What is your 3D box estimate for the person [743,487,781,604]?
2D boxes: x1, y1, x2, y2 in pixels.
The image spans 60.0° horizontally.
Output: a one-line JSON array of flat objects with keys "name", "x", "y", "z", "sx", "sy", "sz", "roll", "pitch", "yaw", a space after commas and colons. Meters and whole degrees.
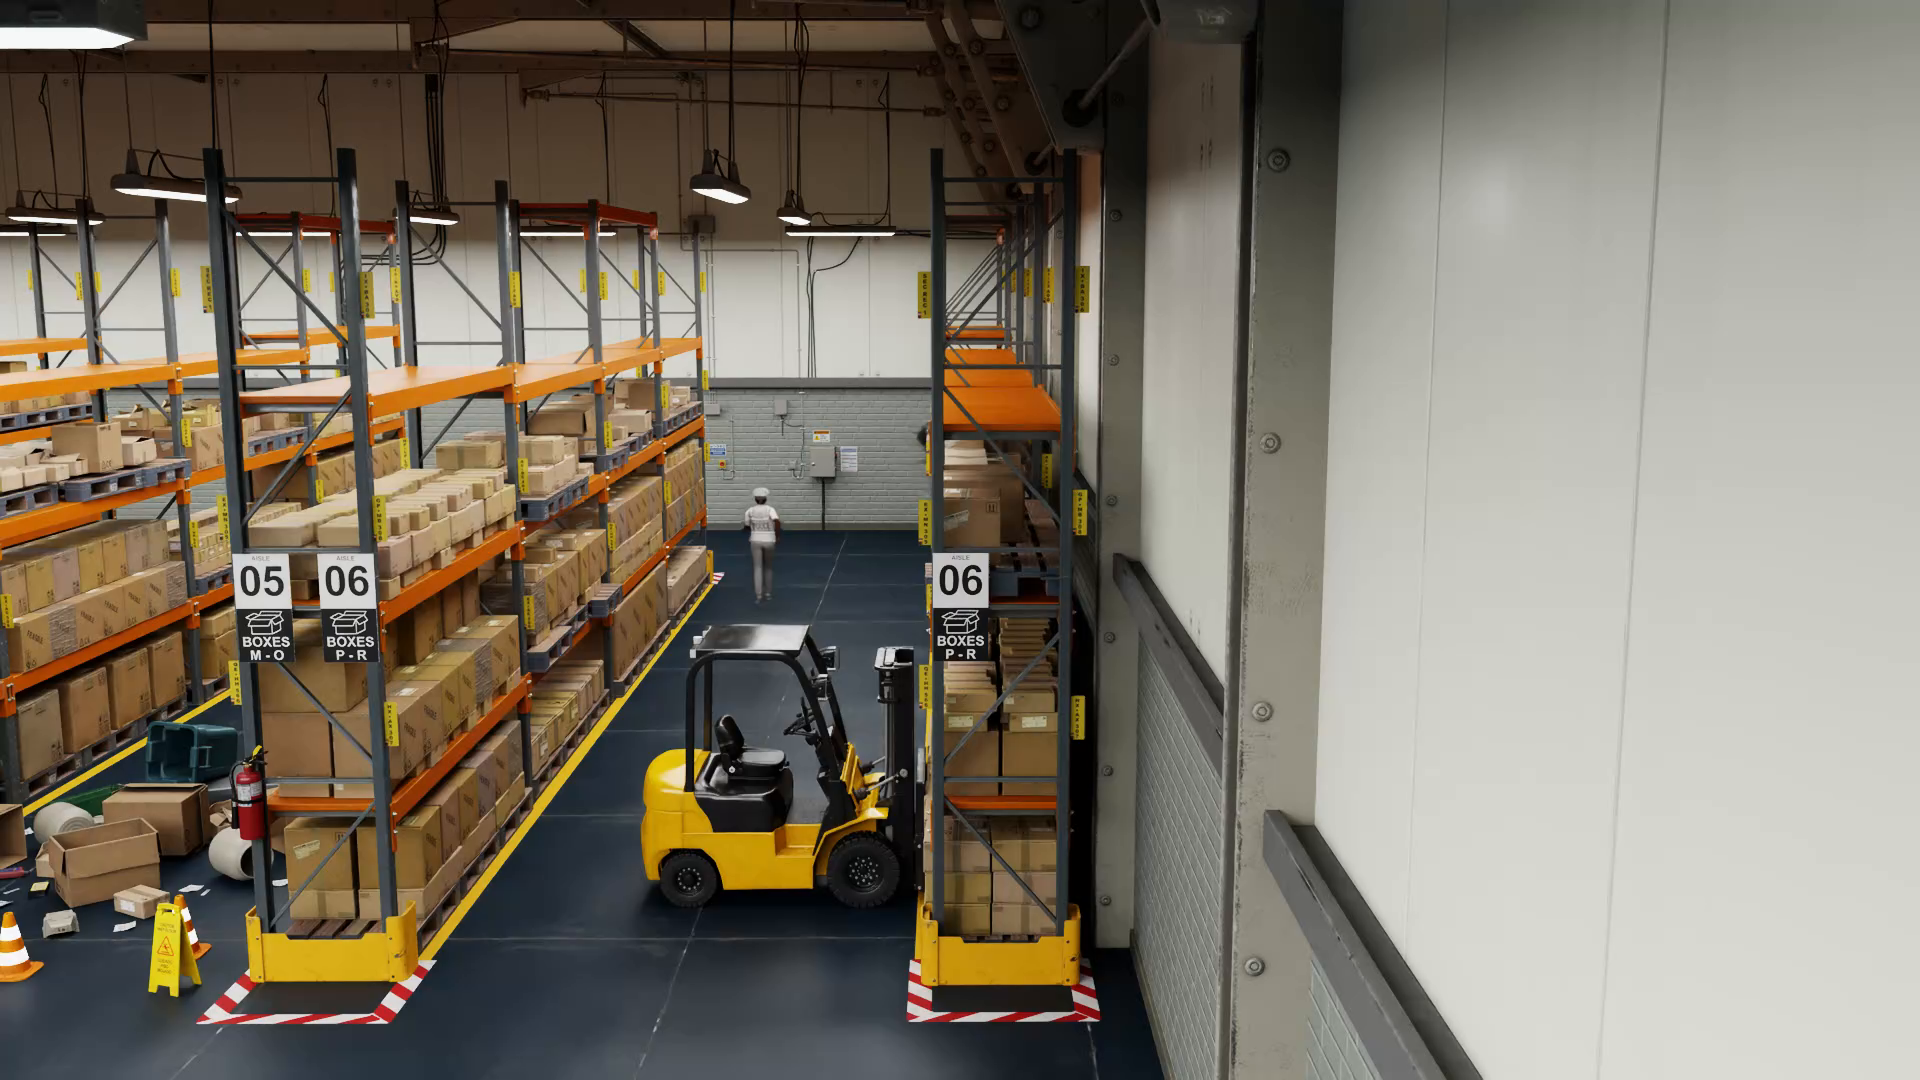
[{"name": "person", "x": -2.926, "y": 0.106, "z": 24.593, "sx": 0.547, "sy": 1.758, "sz": 0.815, "roll": -1, "pitch": 9, "yaw": -7}]
